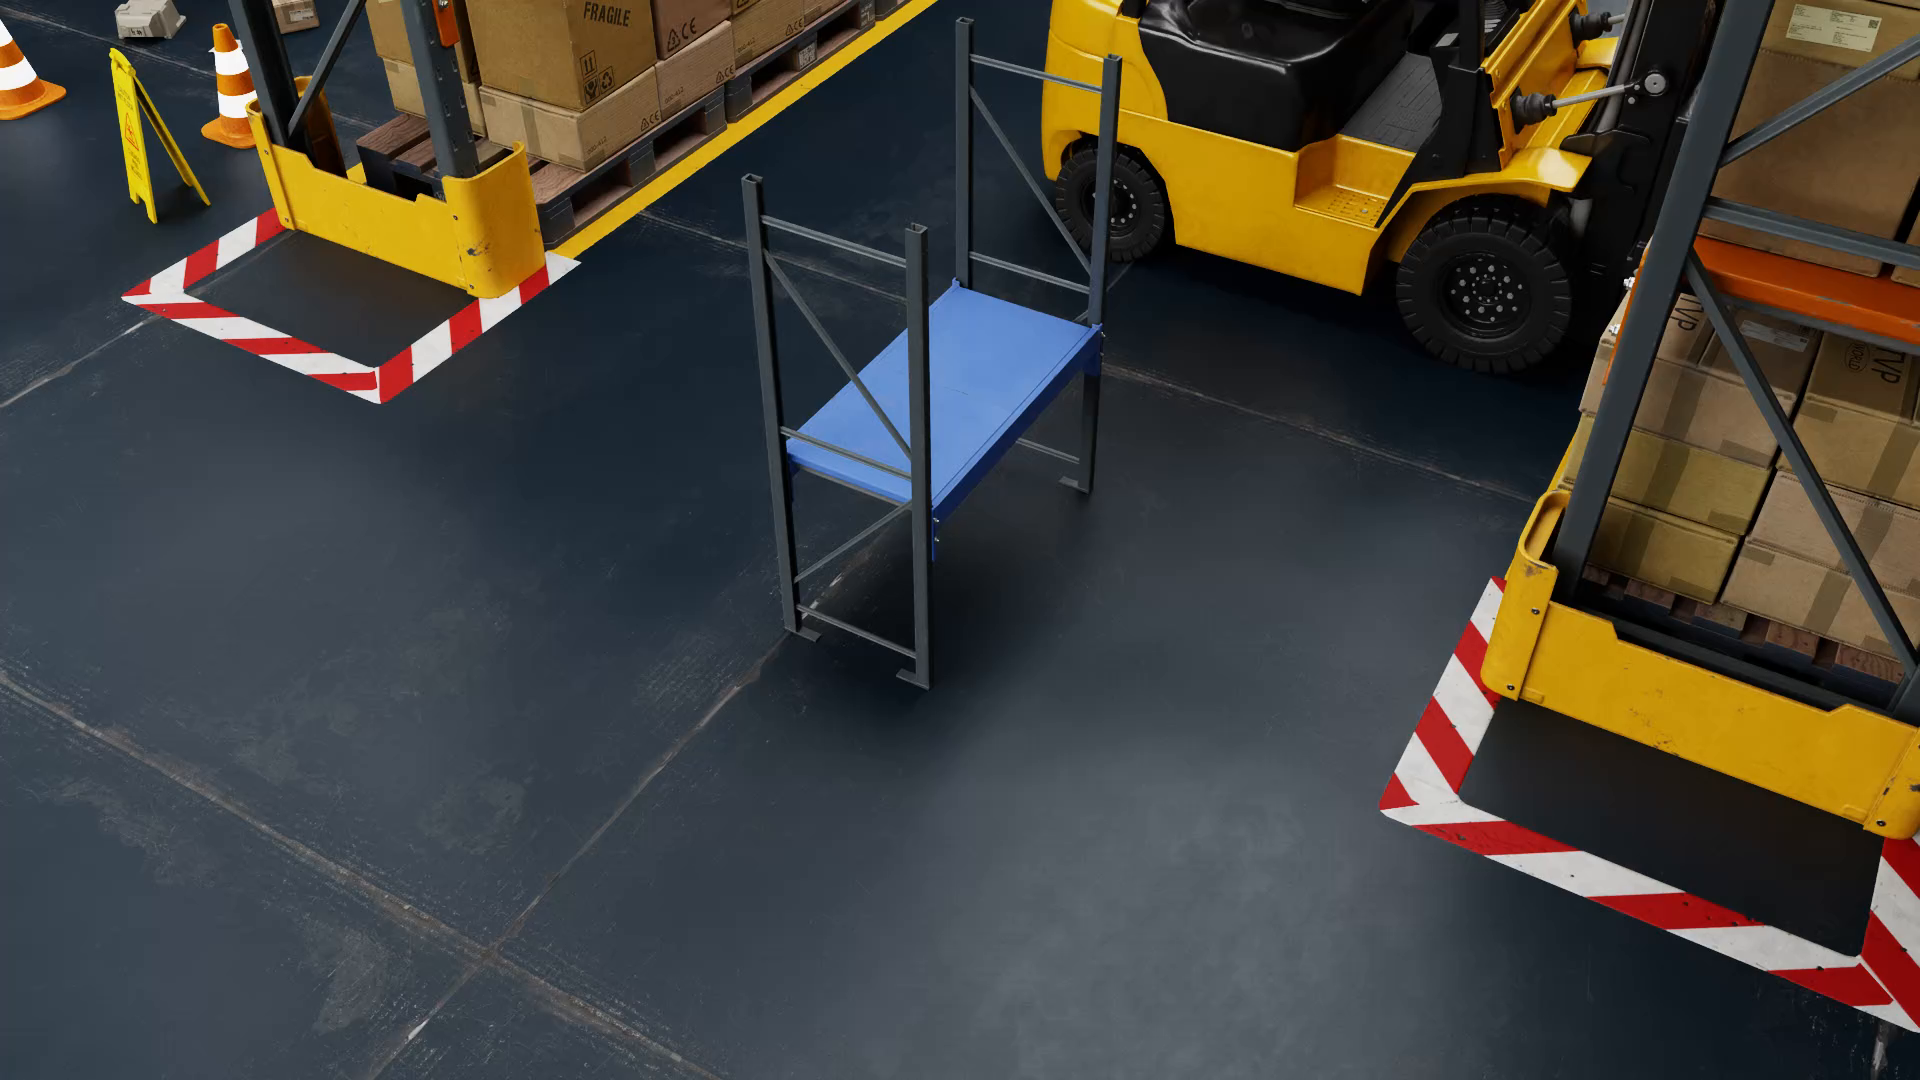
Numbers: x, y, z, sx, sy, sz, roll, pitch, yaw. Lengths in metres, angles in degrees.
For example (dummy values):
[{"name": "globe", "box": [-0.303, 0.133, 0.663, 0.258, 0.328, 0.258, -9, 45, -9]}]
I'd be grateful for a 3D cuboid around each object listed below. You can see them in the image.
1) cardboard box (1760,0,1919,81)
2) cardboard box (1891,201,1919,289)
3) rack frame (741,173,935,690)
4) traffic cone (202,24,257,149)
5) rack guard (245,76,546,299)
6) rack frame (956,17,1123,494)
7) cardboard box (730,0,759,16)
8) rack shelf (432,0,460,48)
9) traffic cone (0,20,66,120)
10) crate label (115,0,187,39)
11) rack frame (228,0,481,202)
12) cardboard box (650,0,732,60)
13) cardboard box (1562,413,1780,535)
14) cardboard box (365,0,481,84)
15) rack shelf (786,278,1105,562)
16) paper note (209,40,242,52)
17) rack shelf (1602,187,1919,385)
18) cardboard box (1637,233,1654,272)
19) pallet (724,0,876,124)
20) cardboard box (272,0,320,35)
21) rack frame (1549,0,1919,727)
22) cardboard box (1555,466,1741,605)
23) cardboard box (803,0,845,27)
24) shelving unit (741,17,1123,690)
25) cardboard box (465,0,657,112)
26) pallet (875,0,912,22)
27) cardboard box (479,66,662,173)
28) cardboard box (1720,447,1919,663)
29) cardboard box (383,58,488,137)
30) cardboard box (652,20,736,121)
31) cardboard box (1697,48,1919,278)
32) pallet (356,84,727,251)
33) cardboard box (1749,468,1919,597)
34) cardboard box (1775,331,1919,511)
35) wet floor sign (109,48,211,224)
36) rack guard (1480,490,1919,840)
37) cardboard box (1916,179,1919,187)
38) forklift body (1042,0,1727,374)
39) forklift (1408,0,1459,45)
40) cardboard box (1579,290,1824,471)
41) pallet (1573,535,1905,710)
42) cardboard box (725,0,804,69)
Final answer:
[{"name": "cardboard box", "box": [2.013, -1.201, 3.778, 0.380, 0.149, 0.250, 22, 46, 23]}, {"name": "cardboard box", "box": [2.571, -0.858, 3.880, 0.500, 0.500, 0.500, 22, 46, 23]}, {"name": "rack frame", "box": [-0.297, -0.223, 4.369, 0.500, 1.500, 0.032, 21, 45, 22]}, {"name": "traffic cone", "box": [-3.119, -1.989, 7.159, 0.336, 0.463, 0.334, 21, 45, 22]}, {"name": "rack guard", "box": [-2.179, -1.374, 6.432, 1.175, 0.500, 0.348, 21, 45, 22]}, {"name": "rack frame", "box": [0.212, -0.805, 5.029, 0.500, 1.500, 0.032, 21, 45, 22]}, {"name": "cardboard box", "box": [-1.047, -2.645, 7.179, 0.500, 0.500, 0.500, 22, 46, 23]}, {"name": "rack shelf", "box": [-1.216, -3.143, 7.094, 1.077, 0.370, 4.000, 21, 45, 22]}, {"name": "traffic cone", "box": [-4.250, -2.162, 7.355, 0.336, 0.463, 0.334, 21, 45, 22]}, {"name": "crate label", "box": [-3.910, -2.510, 7.997, 0.250, 0.136, 0.298, 0, 41, 0]}, {"name": "rack frame", "box": [-2.217, -2.269, 5.557, 1.000, 3.000, 0.127, 21, 45, 22]}, {"name": "cardboard box", "box": [-1.305, -2.360, 6.856, 0.500, 0.500, 0.500, 19, 45, 21]}, {"name": "cardboard box", "box": [2.055, -0.325, 4.733, 0.500, 0.250, 0.500, 20, 45, 22]}, {"name": "cardboard box", "box": [-2.042, -2.221, 6.697, 0.500, 0.500, 0.500, 21, 46, 22]}, {"name": "rack shelf", "box": [-0.043, -0.379, 4.818, 0.538, 0.185, 1.000, 21, 45, 22]}, {"name": "paper note", "box": [-3.468, -2.354, 7.900, 0.148, 0.019, 0.142, 7, 42, 8]}, {"name": "rack shelf", "box": [3.083, -1.504, 5.232, 1.077, 0.370, 4.000, 21, 45, 22]}, {"name": "cardboard box", "box": [2.293, -0.791, 4.885, 0.500, 0.250, 0.500, 22, 46, 23]}, {"name": "pallet", "box": [-1.131, -2.414, 7.832, 1.003, 0.211, 1.213, 21, 45, 22]}, {"name": "cardboard box", "box": [-3.311, -2.617, 8.109, 0.250, 0.149, 0.380, -21, 45, -22]}, {"name": "rack frame", "box": [2.082, -0.629, 3.695, 1.000, 3.000, 0.127, 21, 45, 22]}, {"name": "cardboard box", "box": [2.044, -0.128, 4.889, 0.500, 0.250, 0.500, 21, 46, 22]}, {"name": "cardboard box", "box": [-0.795, -2.659, 7.762, 0.500, 0.250, 0.500, 22, 46, 23]}, {"name": "shelving unit", "box": [-0.043, -0.514, 4.699, 0.538, 1.500, 1.048, 21, 45, 22]}, {"name": "cardboard box", "box": [-1.563, -2.060, 6.515, 0.500, 0.500, 0.500, 19, 45, 21]}, {"name": "pallet", "box": [-0.521, -3.115, 8.628, 1.003, 0.211, 1.213, 21, 45, 22]}, {"name": "cardboard box", "box": [-1.574, -1.765, 6.747, 0.500, 0.250, 0.500, 21, 45, 22]}, {"name": "cardboard box", "box": [2.497, 0.029, 4.711, 0.500, 0.250, 0.500, 21, 46, 22]}, {"name": "cardboard box", "box": [-2.034, -1.960, 6.969, 0.500, 0.250, 0.500, 21, 45, 22]}, {"name": "cardboard box", "box": [-1.312, -2.054, 7.076, 0.500, 0.250, 0.500, 23, 46, 24]}, {"name": "cardboard box", "box": [2.101, -1.035, 4.080, 0.500, 0.500, 0.500, 20, 45, 21]}, {"name": "pallet", "box": [-1.742, -1.719, 7.042, 1.003, 0.211, 1.213, 21, 45, 22]}, {"name": "cardboard box", "box": [2.497, -0.143, 4.527, 0.500, 0.250, 0.500, 22, 46, 23]}, {"name": "cardboard box", "box": [2.487, -0.343, 4.376, 0.500, 0.250, 0.500, 20, 45, 21]}, {"name": "wet floor sign", "box": [-3.239, -1.630, 6.613, 0.232, 0.644, 0.267, -29, 49, -29]}, {"name": "rack guard", "box": [2.070, 0.322, 4.506, 1.175, 0.500, 0.348, 21, 45, 22]}, {"name": "cardboard box", "box": [2.812, -1.164, 4.226, 0.500, 0.500, 0.500, 22, 46, 23]}, {"name": "forklift body", "box": [1.452, -1.999, 5.893, 2.313, 2.155, 1.214, 21, 45, 22]}, {"name": "forklift", "box": [2.134, -3.807, 7.355, 1.130, 2.935, 3.031, 20, 45, 22]}, {"name": "cardboard box", "box": [2.043, -0.497, 4.551, 0.500, 0.250, 0.500, 22, 46, 23]}, {"name": "pallet", "box": [2.429, -0.034, 5.129, 1.003, 0.211, 1.213, 21, 45, 22]}, {"name": "cardboard box", "box": [-1.050, -2.371, 7.435, 0.500, 0.250, 0.500, 24, 47, 25]}]
